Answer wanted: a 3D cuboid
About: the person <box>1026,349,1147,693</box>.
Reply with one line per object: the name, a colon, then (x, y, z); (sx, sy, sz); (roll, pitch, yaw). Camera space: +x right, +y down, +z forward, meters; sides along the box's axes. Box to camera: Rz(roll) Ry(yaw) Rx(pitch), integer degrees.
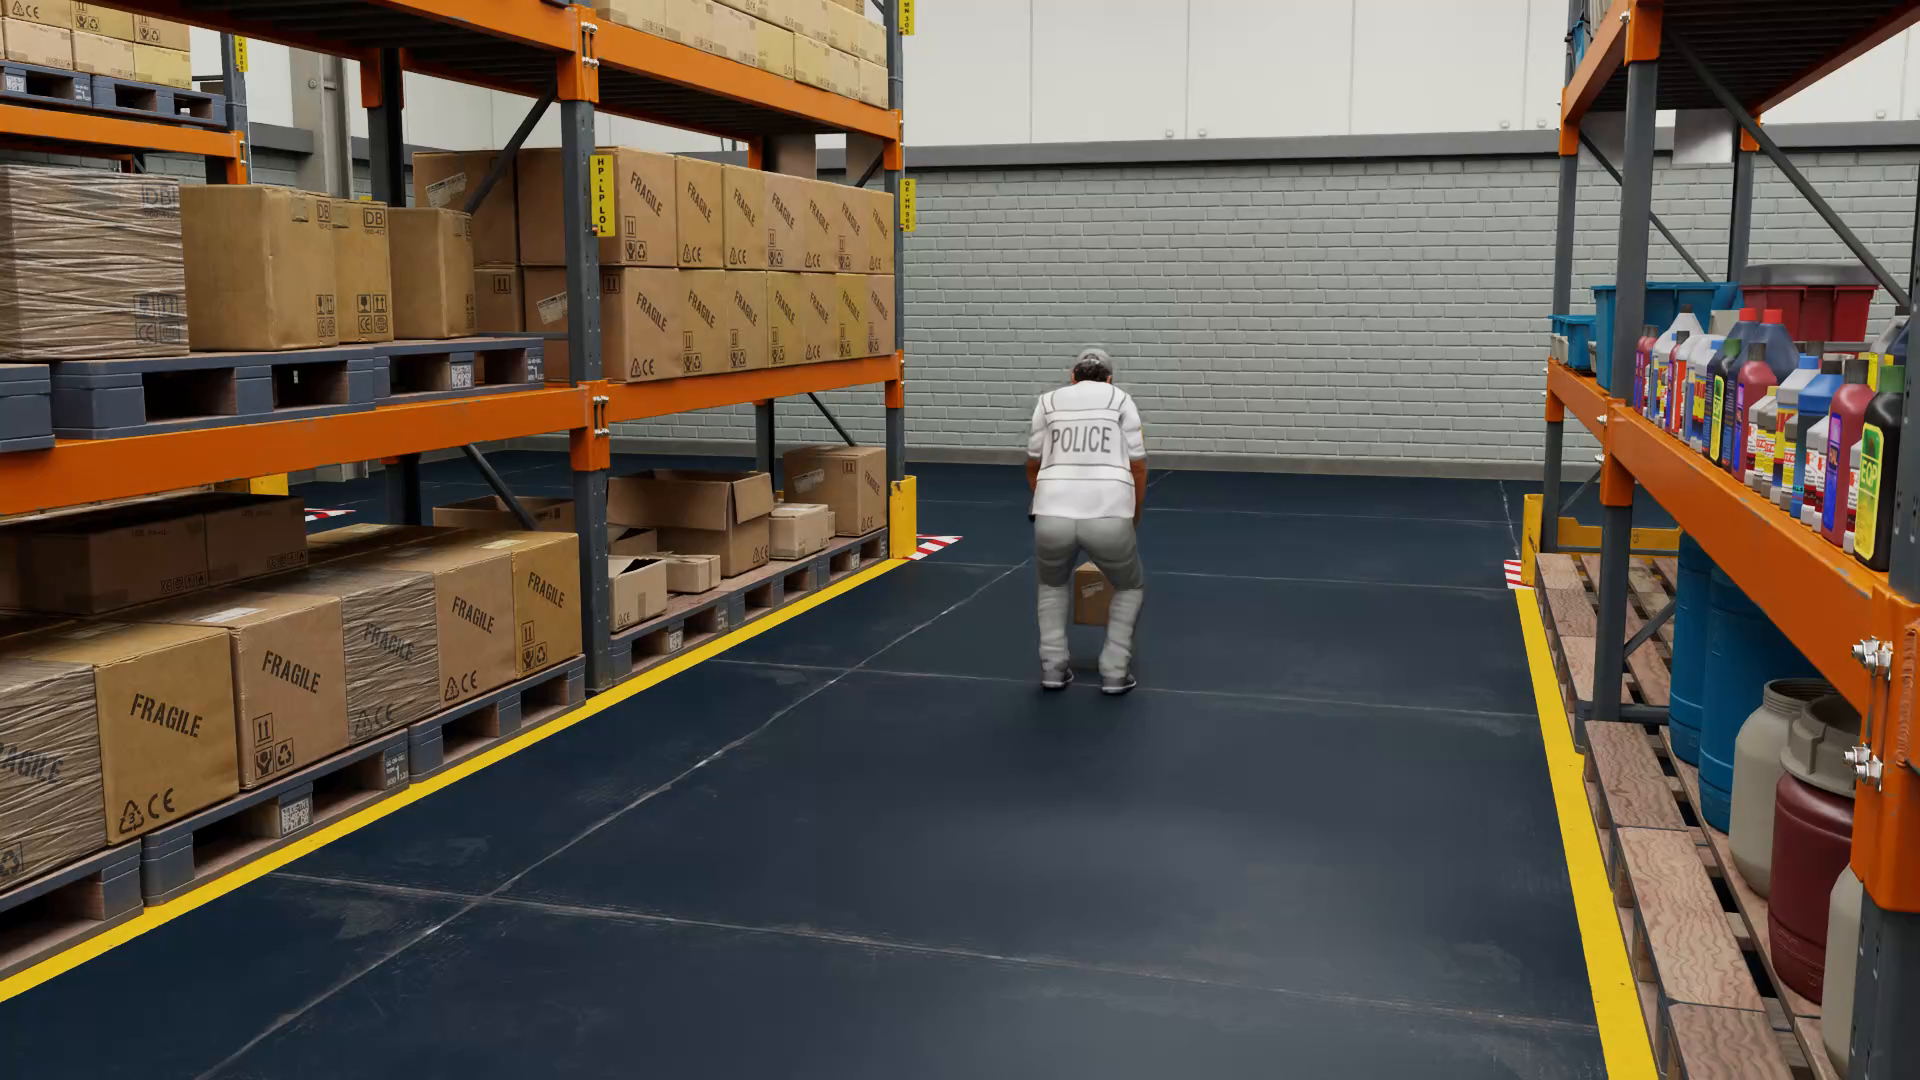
person: (0.525, -0.083, 7.140); (0.530, 1.457, 0.671); (3, 9, 17)
